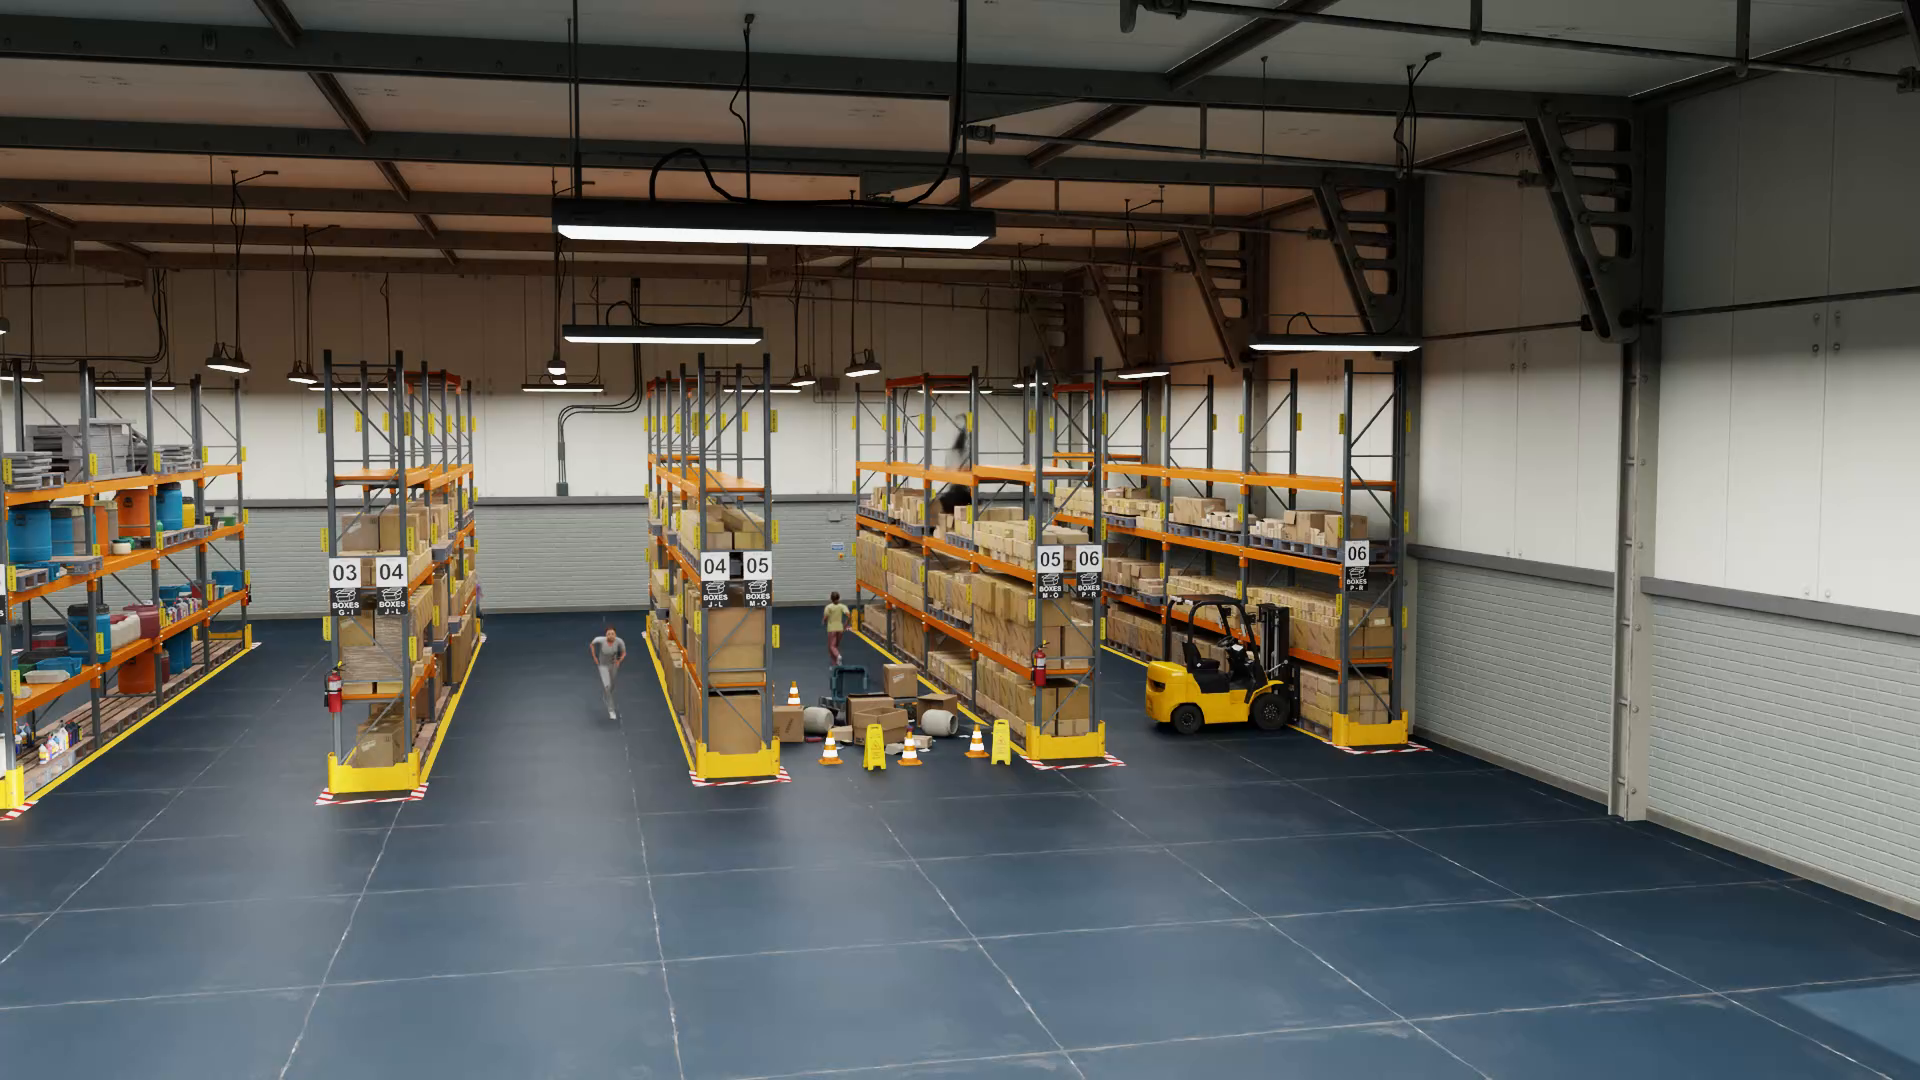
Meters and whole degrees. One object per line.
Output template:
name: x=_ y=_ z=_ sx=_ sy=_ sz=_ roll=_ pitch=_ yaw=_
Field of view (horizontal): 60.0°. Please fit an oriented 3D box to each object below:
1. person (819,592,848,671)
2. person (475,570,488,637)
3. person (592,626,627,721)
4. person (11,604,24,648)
person: x=-2.517 y=1.865 z=33.596 sx=0.565 sy=1.622 sz=0.641 roll=-2 pitch=4 yaw=-25
person: x=-11.421 y=1.505 z=39.258 sx=0.519 sy=1.566 sz=0.575 roll=0 pitch=4 yaw=1
person: x=-6.012 y=2.241 z=28.502 sx=0.582 sy=1.625 sz=0.960 roll=-1 pitch=4 yaw=-13
person: x=-21.283 y=1.634 z=37.080 sx=0.662 sy=1.620 sz=0.544 roll=0 pitch=4 yaw=-7
